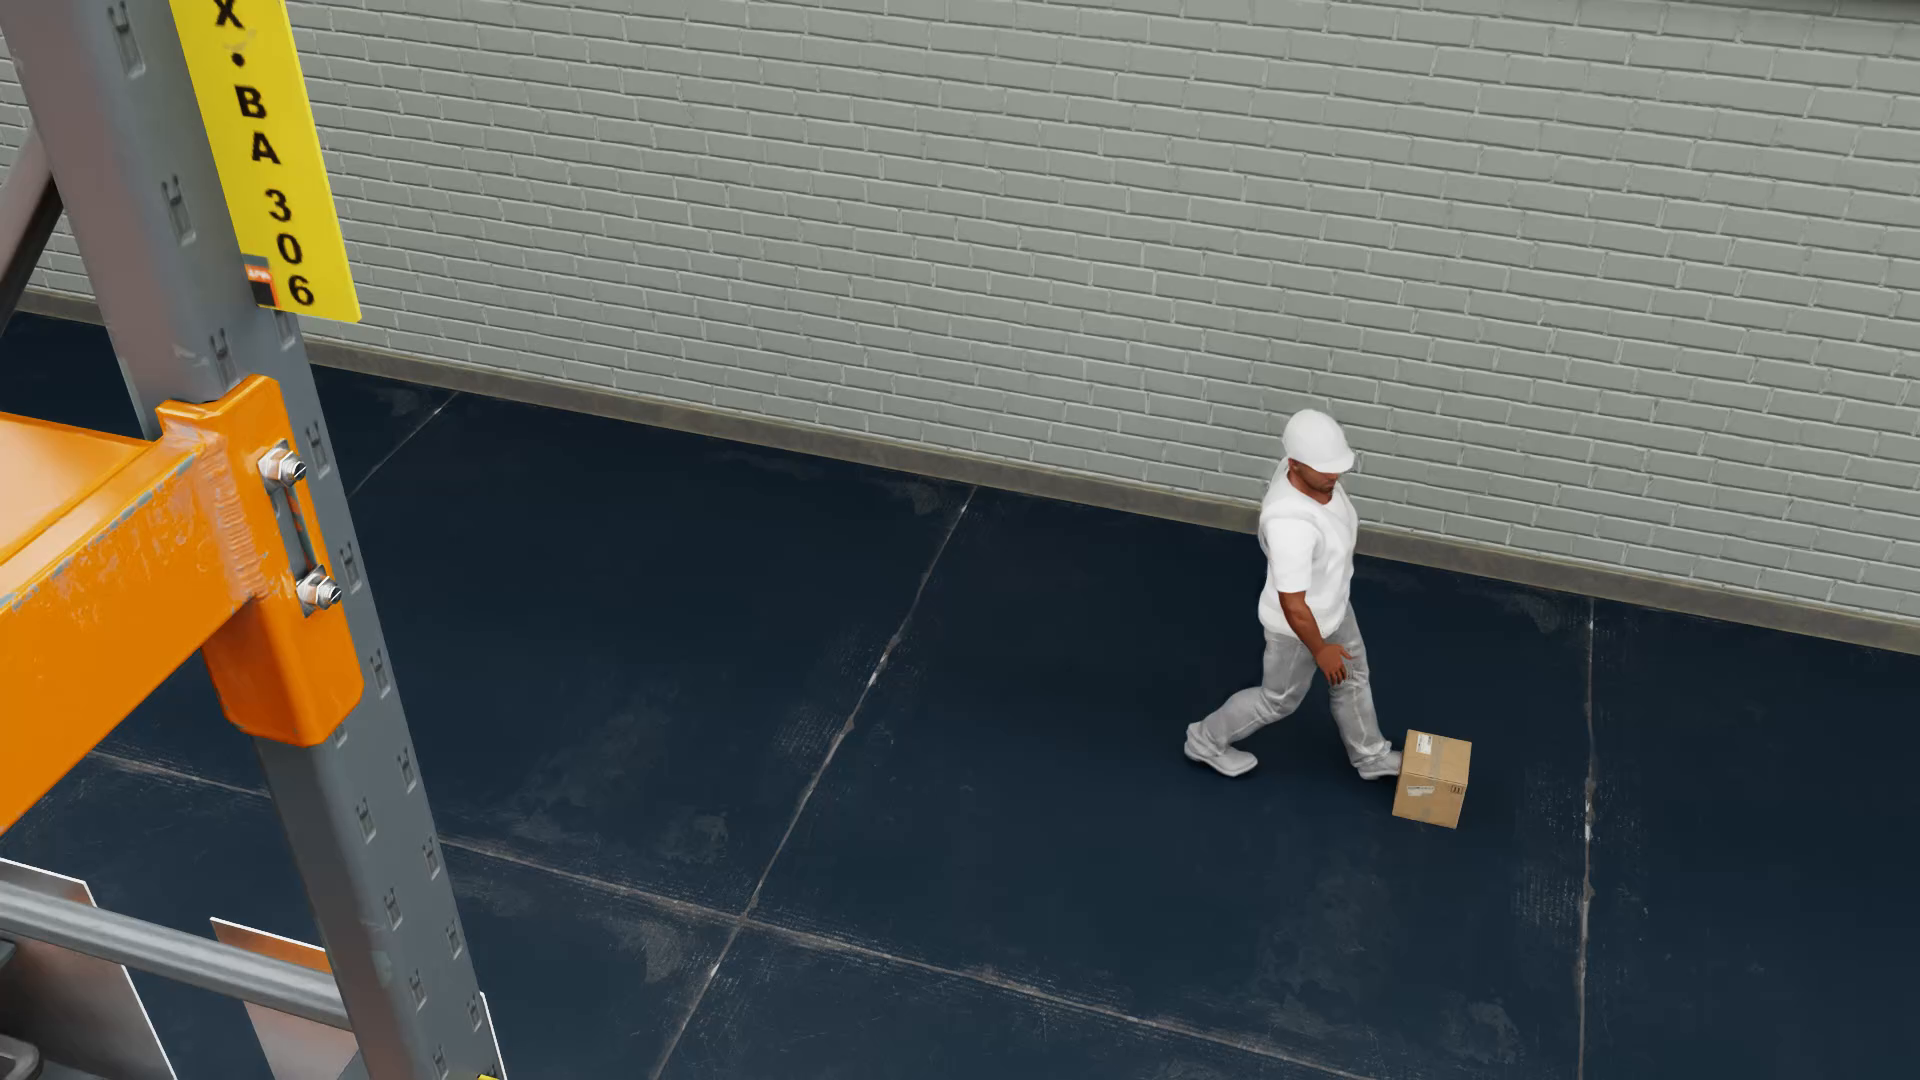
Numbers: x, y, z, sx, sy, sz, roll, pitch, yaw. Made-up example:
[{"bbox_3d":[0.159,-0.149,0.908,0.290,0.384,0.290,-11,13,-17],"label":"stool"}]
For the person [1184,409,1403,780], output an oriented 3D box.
[{"bbox_3d":[1.403,0.278,6.279,0.971,1.717,0.596,14,39,18],"label":"person"}]
